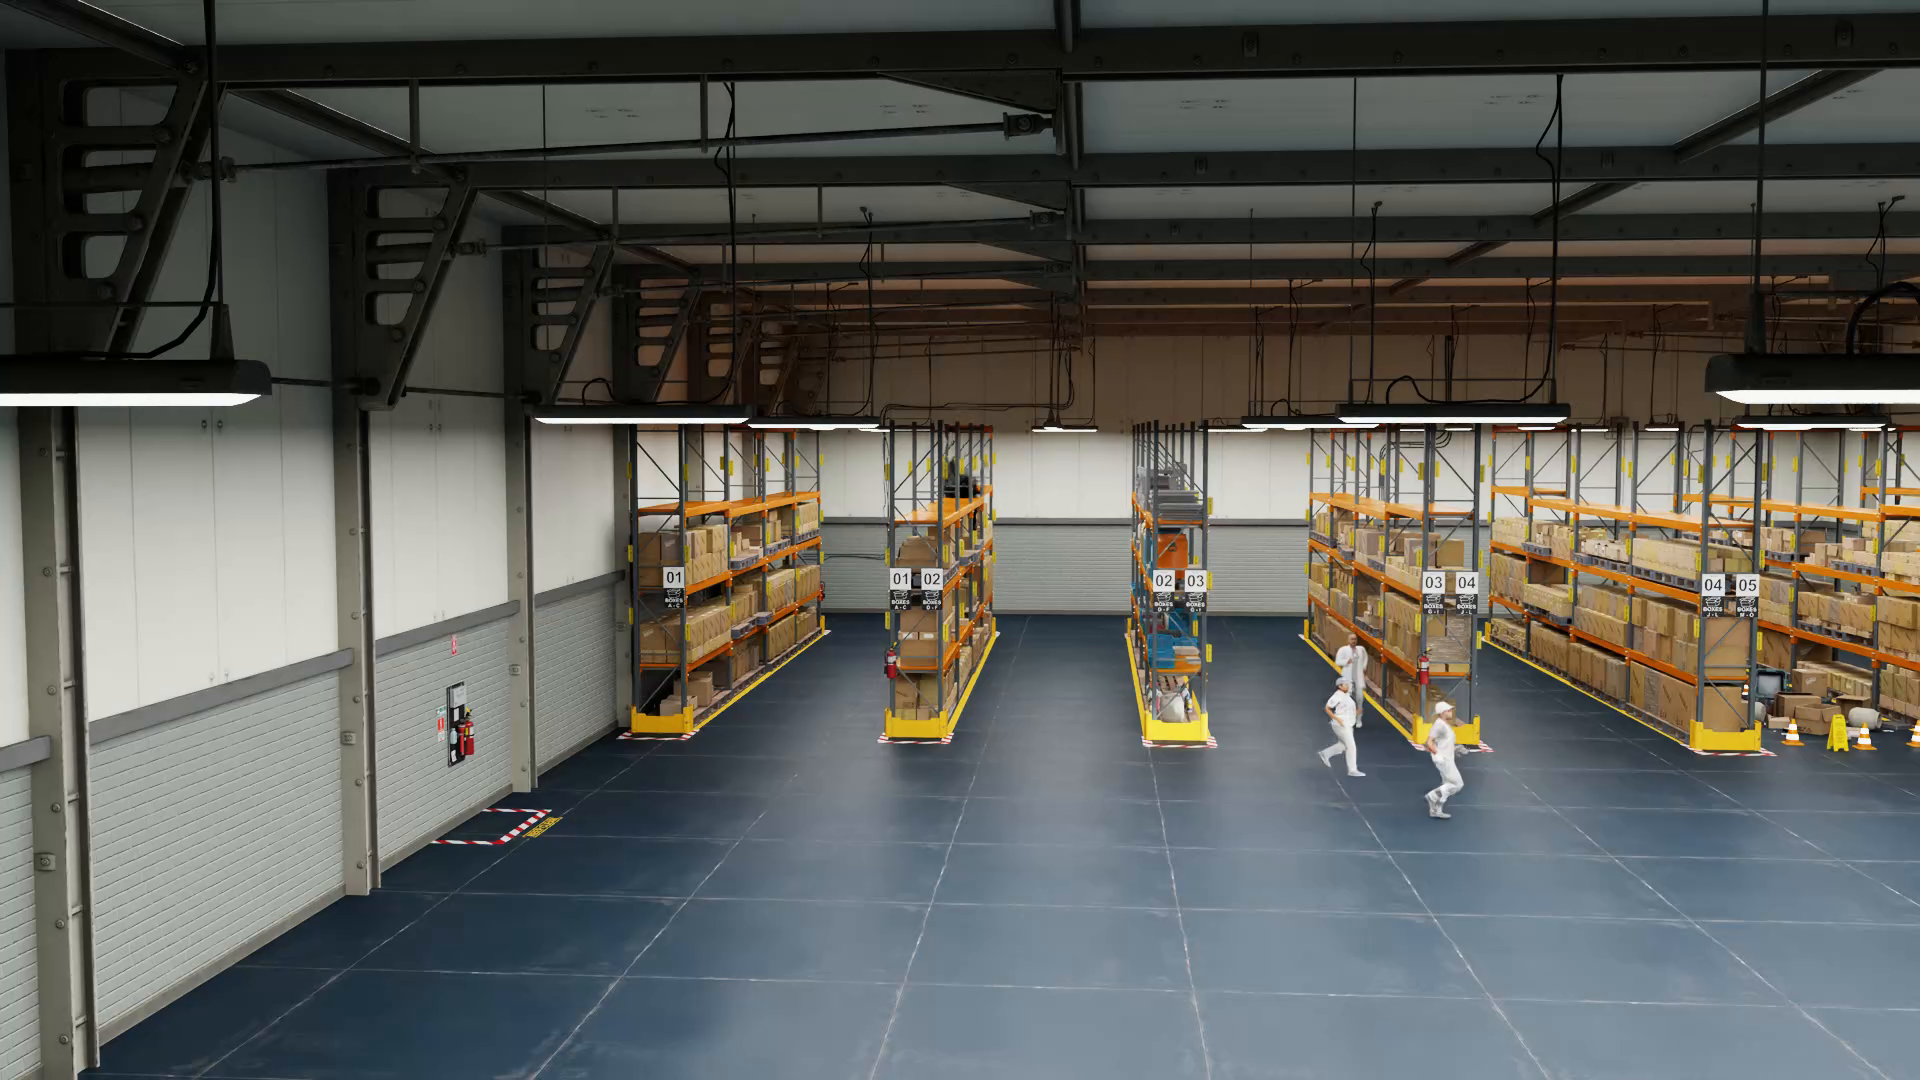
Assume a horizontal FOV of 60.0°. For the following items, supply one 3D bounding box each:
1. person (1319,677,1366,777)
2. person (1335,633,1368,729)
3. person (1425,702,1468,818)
[{"bbox_3d":[6.425,3.123,27.983,0.878,1.639,0.618,2,4,34],"label":"person"},{"bbox_3d":[7.726,2.759,32.744,0.687,1.844,0.814,0,4,2],"label":"person"},{"bbox_3d":[7.248,3.282,24.763,0.585,1.738,0.658,2,4,23],"label":"person"}]
